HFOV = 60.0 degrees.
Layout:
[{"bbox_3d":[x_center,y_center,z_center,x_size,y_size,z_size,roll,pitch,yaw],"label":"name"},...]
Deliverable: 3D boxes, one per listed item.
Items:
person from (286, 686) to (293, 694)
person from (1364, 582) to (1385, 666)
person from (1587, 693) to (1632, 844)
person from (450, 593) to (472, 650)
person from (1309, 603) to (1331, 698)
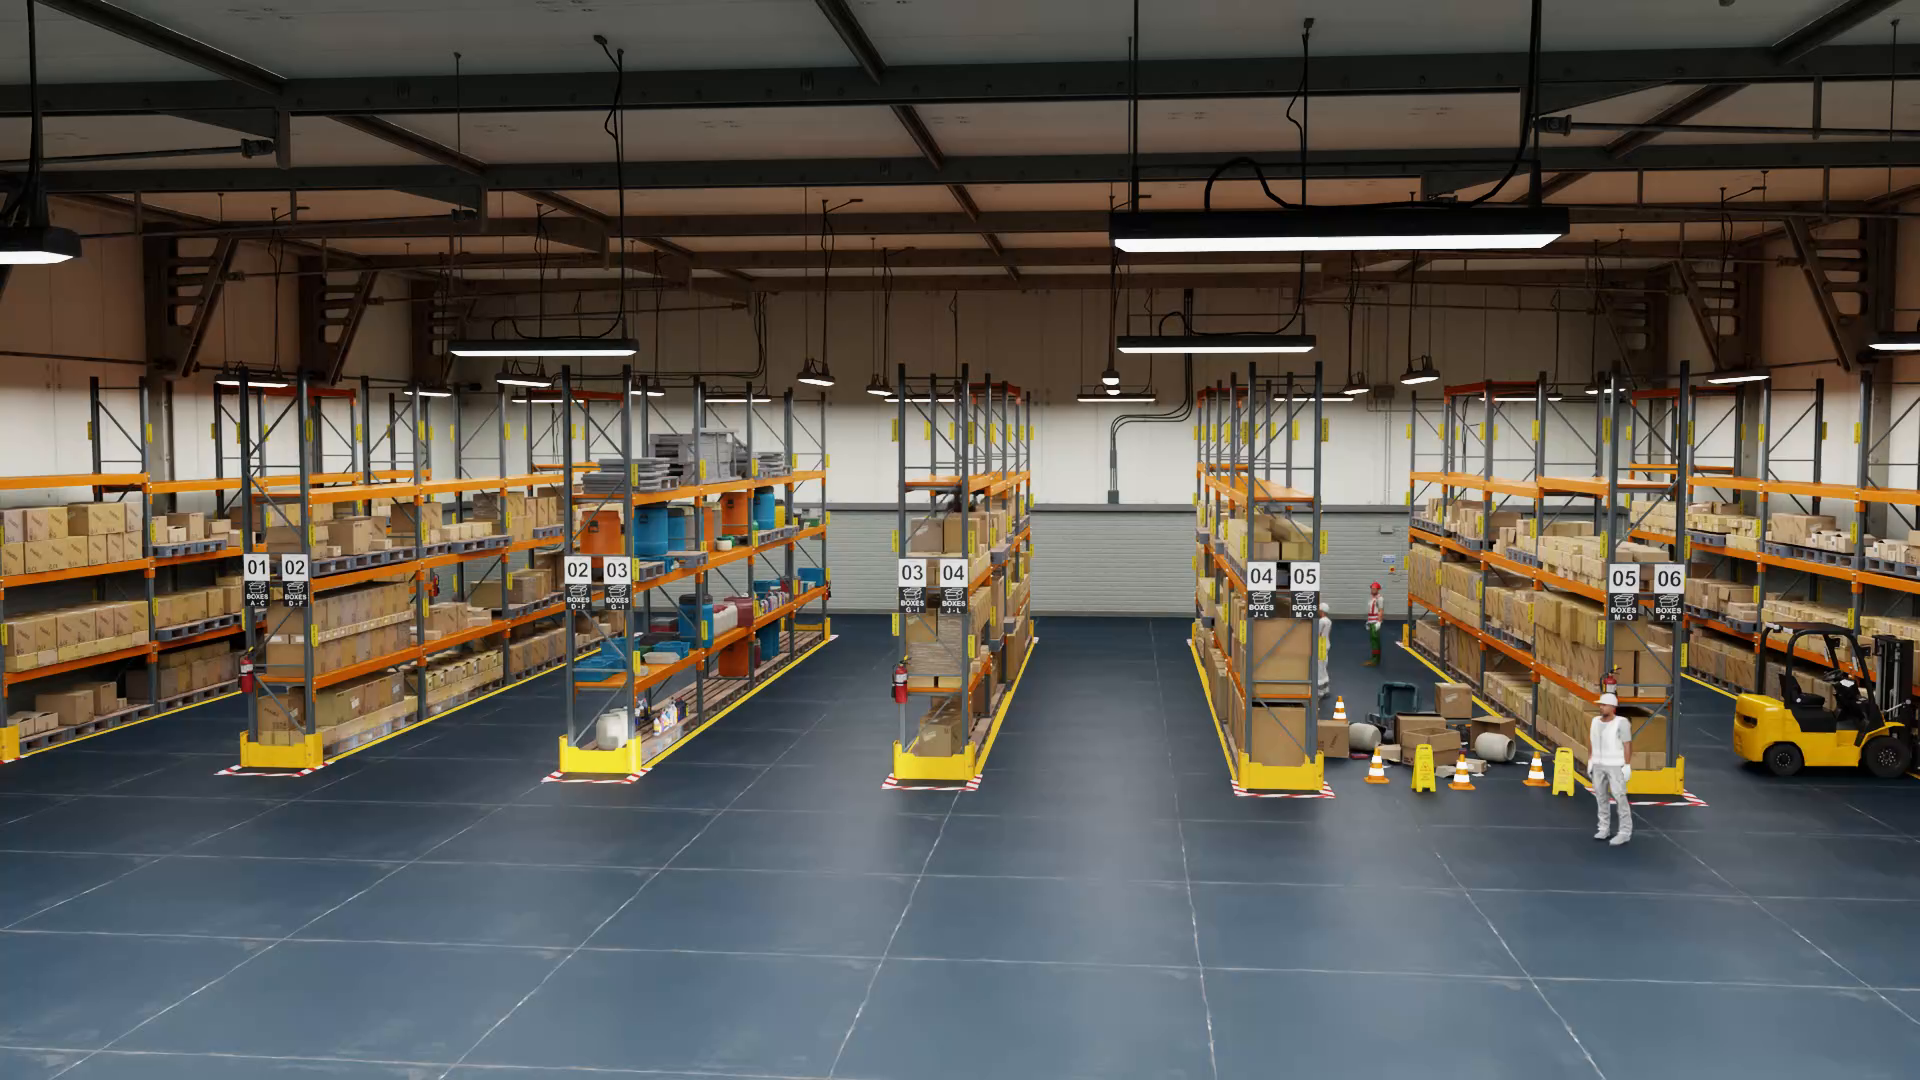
[{"bbox_3d":[-12.666,2.109,31.601,0.619,1.796,0.632,-3,5,-43],"label":"person"},{"bbox_3d":[8.951,1.809,35.947,0.436,1.792,0.609,1,4,9],"label":"person"},{"bbox_3d":[7.981,2.791,20.479,0.436,1.788,0.645,-2,4,-33],"label":"person"},{"bbox_3d":[-10.820,1.919,35.891,0.522,1.548,0.894,1,4,9],"label":"person"},{"bbox_3d":[6.845,2.095,31.539,0.355,1.799,0.714,3,5,43],"label":"person"}]
